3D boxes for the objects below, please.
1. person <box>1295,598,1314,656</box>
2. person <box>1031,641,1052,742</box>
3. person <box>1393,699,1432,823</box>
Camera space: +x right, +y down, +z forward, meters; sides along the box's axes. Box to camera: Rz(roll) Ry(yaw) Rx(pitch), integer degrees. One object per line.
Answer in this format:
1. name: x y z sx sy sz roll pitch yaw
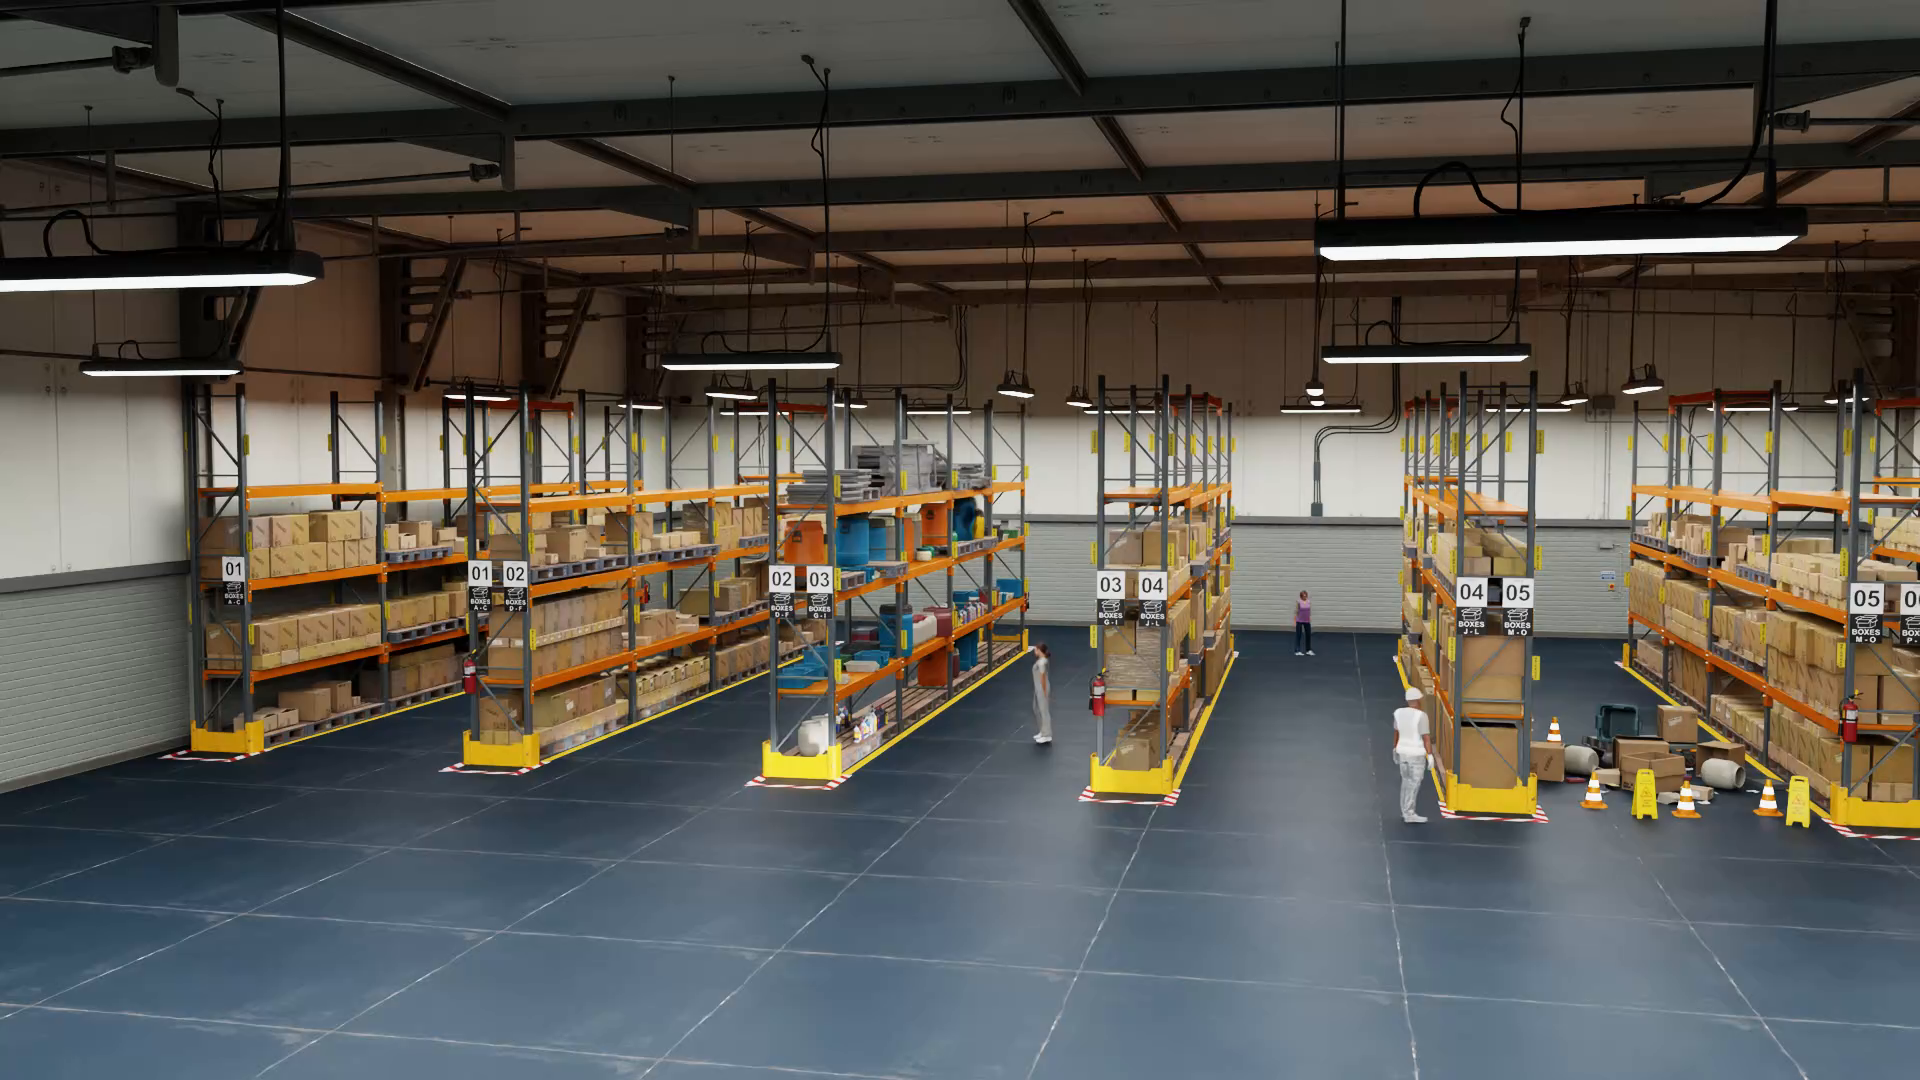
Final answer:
1. person: 8.192 2.061 39.472 0.451 1.384 0.388 -1 3 -9
2. person: 1.382 2.551 28.061 0.346 1.694 0.542 0 3 6
3. person: 6.080 2.874 22.106 0.505 1.768 0.608 -2 4 -27
